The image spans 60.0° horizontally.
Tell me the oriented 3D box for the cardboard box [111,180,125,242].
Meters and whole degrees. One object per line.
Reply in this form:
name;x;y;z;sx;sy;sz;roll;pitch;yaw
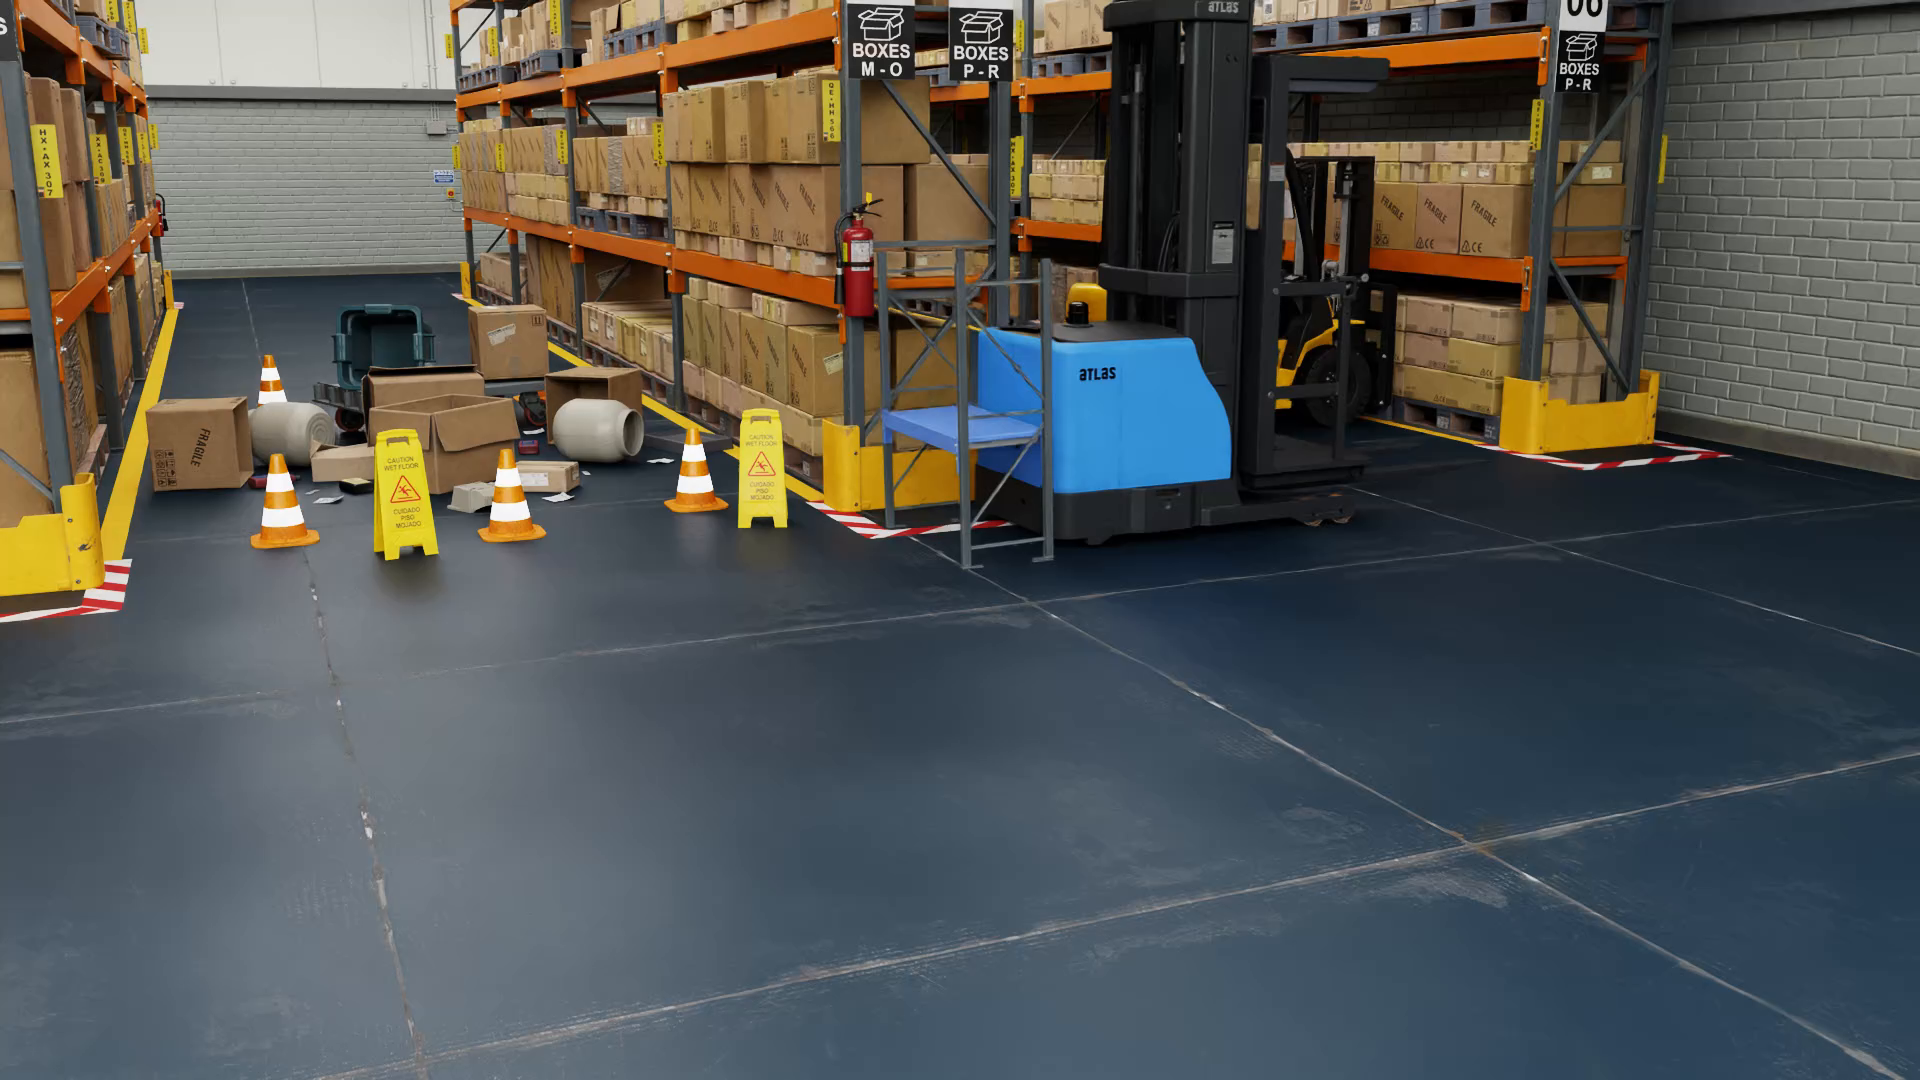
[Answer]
cardboard box;-7.064;-2.648;13.436;0.500;0.500;0.500;-6;14;-24

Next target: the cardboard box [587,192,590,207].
cardboard box;-3.434;-3.341;16.277;0.380;0.149;0.250;-7;15;-26

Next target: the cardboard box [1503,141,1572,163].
cardboard box;4.020;-2.703;11.578;0.380;0.149;0.250;-6;14;-23

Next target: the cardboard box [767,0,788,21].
cardboard box;-0.977;-3.289;10.333;0.380;0.149;0.250;-6;14;-23

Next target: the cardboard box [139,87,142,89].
cardboard box;-10.272;-5.637;20.254;0.500;0.250;0.500;-5;14;-21

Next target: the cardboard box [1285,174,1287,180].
cardboard box;2.907;-3.078;13.856;0.380;0.149;0.250;-5;14;-22

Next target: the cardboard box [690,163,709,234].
cardboard box;-1.649;-2.492;12.103;0.500;0.500;0.500;-6;14;-23

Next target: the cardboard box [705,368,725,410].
cardboard box;-1.579;-1.125;12.247;0.500;0.250;0.500;-5;14;-20

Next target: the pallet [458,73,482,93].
pallet;-6.292;-6.261;22.814;1.003;0.211;1.213;-6;14;-23

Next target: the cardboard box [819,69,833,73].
cardboard box;-1.709;-6.651;23.976;0.500;0.250;0.500;-6;14;-25

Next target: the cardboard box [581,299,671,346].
cardboard box;-3.177;-2.149;16.400;0.950;0.372;0.625;-7;15;-27

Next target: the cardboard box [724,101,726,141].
cardboard box;-1.161;-2.773;11.100;0.700;0.500;0.500;-6;14;-23

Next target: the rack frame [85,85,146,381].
rack frame;-7.889;-2.874;14.637;1.000;3.000;0.127;-6;14;-23

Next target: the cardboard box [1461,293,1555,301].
cardboard box;4.134;-1.710;12.556;0.500;0.250;0.500;-6;14;-23

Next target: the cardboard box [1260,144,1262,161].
cardboard box;2.814;-3.338;14.319;0.380;0.149;0.250;-5;14;-22

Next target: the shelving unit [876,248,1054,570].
shelving unit;0.016;-0.717;8.615;0.538;1.500;1.048;-7;15;-23

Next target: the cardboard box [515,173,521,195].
cardboard box;-4.844;-4.118;19.233;0.500;0.250;0.500;-5;14;-22

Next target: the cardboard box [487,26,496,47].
cardboard box;-5.566;-6.210;21.013;0.797;0.503;0.637;-4;14;-19

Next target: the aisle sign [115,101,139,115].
aisle sign;-10.848;-5.836;21.668;0.394;0.787;0.004;-6;14;-23

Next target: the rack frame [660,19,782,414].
rack frame;-1.792;-2.516;13.088;1.000;3.000;0.127;-6;14;-23

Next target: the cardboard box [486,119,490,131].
cardboard box;-5.866;-5.325;21.349;0.380;0.149;0.250;-6;14;-24

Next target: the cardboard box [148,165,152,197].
cardboard box;-10.074;-4.337;20.073;0.500;0.500;0.500;-5;14;-20

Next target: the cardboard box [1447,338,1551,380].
cardboard box;3.876;-1.320;11.977;0.500;0.250;0.500;-6;14;-24

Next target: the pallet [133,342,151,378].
pallet;-8.201;-1.677;15.650;1.003;0.211;1.213;-6;14;-23

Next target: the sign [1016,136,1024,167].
sign;0.659;-4.266;18.258;0.100;0.325;0.005;-6;14;-23

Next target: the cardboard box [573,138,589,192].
cardboard box;-3.426;-3.627;16.075;0.500;0.500;0.500;-6;14;-25

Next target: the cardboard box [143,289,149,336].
cardboard box;-8.353;-2.240;16.506;0.500;0.500;0.500;-6;14;-24

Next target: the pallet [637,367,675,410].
pallet;-2.105;-1.318;14.097;1.003;0.211;1.213;-6;14;-23

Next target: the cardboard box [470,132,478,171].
cardboard box;-6.241;-5.194;22.222;0.500;0.500;0.500;-6;14;-23

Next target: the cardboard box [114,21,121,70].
cardboard box;-8.286;-4.732;15.789;0.500;0.500;0.500;-6;14;-23

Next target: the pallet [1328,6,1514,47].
pallet;3.605;-3.958;12.862;1.003;0.211;1.213;-6;14;-23

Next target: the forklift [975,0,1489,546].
forklift;1.642;-1.603;9.294;3.031;2.935;1.130;-6;14;-25

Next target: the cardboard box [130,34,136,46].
cardboard box;-10.374;-6.154;20.493;0.380;0.149;0.250;-5;14;-22

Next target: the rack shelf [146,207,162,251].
rack shelf;-10.293;-3.764;20.074;1.077;0.370;4.000;-6;14;-23

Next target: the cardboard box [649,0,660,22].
cardboard box;-2.159;-4.216;13.185;0.500;0.250;0.500;-6;14;-24

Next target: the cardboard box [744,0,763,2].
cardboard box;-1.054;-3.515;10.425;0.500;0.250;0.500;-5;14;-21

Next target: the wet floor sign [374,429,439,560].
wet floor sign;-2.859;-0.247;8.508;0.267;0.644;0.232;-9;16;-33

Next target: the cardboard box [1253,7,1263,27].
cardboard box;2.656;-4.437;14.141;0.380;0.149;0.250;-5;14;-22

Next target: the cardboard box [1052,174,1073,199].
cardboard box;1.306;-3.745;17.621;0.500;0.250;0.500;-5;14;-21

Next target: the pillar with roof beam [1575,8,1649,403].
pillar with roof beam;0.959;-4.898;10.075;9.100;9.000;0.400;-6;14;-23

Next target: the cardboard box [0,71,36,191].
cardboard box;-4.798;-1.901;7.703;0.875;0.550;0.550;-6;14;-23

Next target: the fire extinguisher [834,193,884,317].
fire extinguisher;-0.566;-1.587;9.244;0.296;0.674;0.183;-6;14;-23

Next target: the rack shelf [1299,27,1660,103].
rack shelf;3.556;-3.663;12.986;1.077;0.370;4.000;-6;14;-23

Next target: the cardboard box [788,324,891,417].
cardboard box;-0.749;-1.062;10.309;0.500;0.500;0.500;-6;14;-23

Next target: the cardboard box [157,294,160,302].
cardboard box;-10.108;-2.992;20.534;0.380;0.149;0.250;-5;14;-22

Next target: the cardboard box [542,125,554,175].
cardboard box;-4.054;-4.067;17.349;0.500;0.500;0.500;-5;14;-22

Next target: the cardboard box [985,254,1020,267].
cardboard box;0.520;-3.285;19.587;0.380;0.149;0.250;-6;14;-25

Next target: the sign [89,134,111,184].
sign;-5.779;-2.559;11.178;0.100;0.325;0.005;-6;14;-23

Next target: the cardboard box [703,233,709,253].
cardboard box;-1.677;-2.200;12.280;0.380;0.149;0.250;-6;14;-23

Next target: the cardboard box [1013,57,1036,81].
cardboard box;0.724;-5.264;18.642;0.500;0.250;0.500;-6;14;-25

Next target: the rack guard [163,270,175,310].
rack guard;-11.063;-3.294;21.992;1.175;0.500;0.348;-6;14;-23

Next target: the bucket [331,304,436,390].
bucket;-4.120;-1.374;12.042;0.726;0.611;0.620;-1;3;-4

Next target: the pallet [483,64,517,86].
pallet;-5.315;-5.757;20.636;1.003;0.211;1.213;-6;14;-23

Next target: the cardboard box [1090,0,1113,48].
cardboard box;1.627;-5.173;16.541;0.500;0.500;0.500;-5;14;-22
